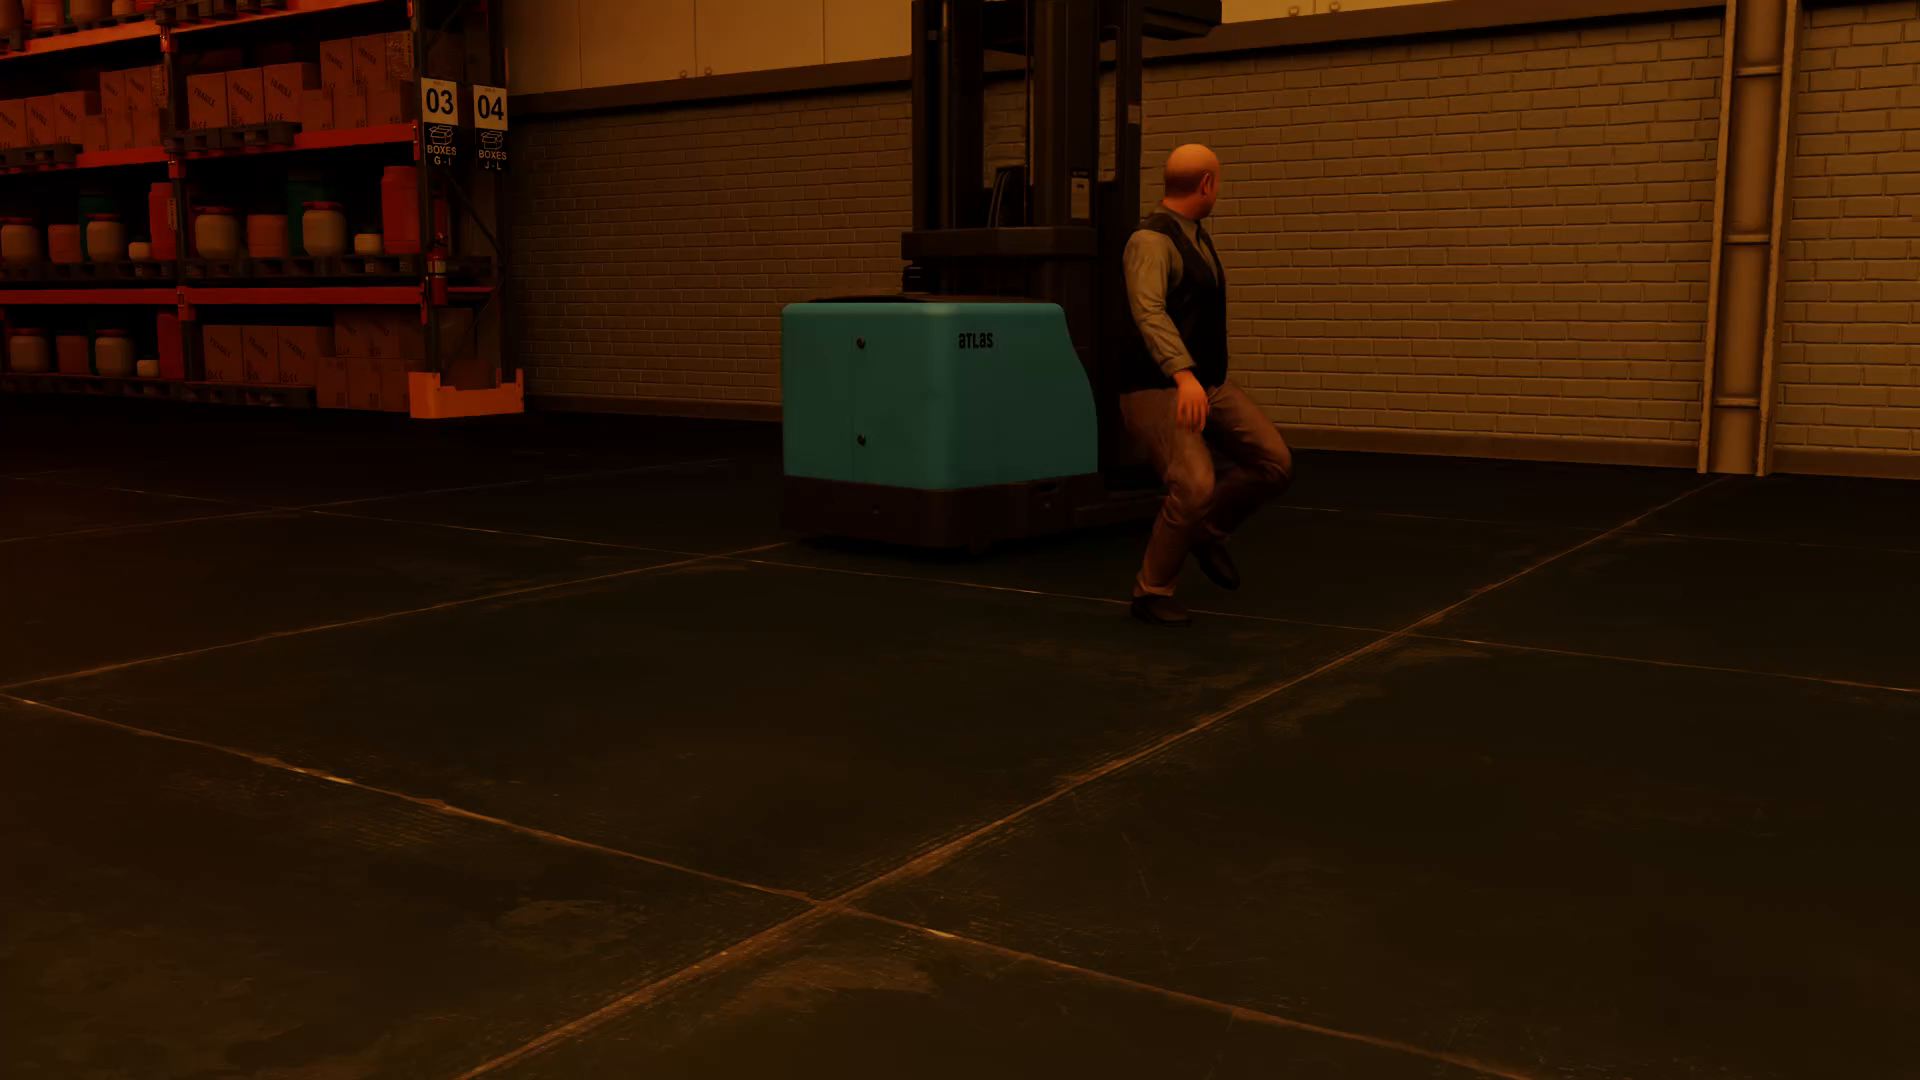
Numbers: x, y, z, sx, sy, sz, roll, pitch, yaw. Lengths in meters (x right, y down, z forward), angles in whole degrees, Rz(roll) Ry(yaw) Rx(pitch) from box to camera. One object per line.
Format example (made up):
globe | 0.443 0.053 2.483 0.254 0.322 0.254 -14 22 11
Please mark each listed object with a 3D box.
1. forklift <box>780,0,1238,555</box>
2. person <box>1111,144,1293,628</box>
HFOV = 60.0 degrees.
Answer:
forklift | 0.554 -1.546 8.066 1.130 2.935 3.031 7 11 42
person | 0.799 -0.536 5.733 0.561 1.613 0.835 7 10 39
